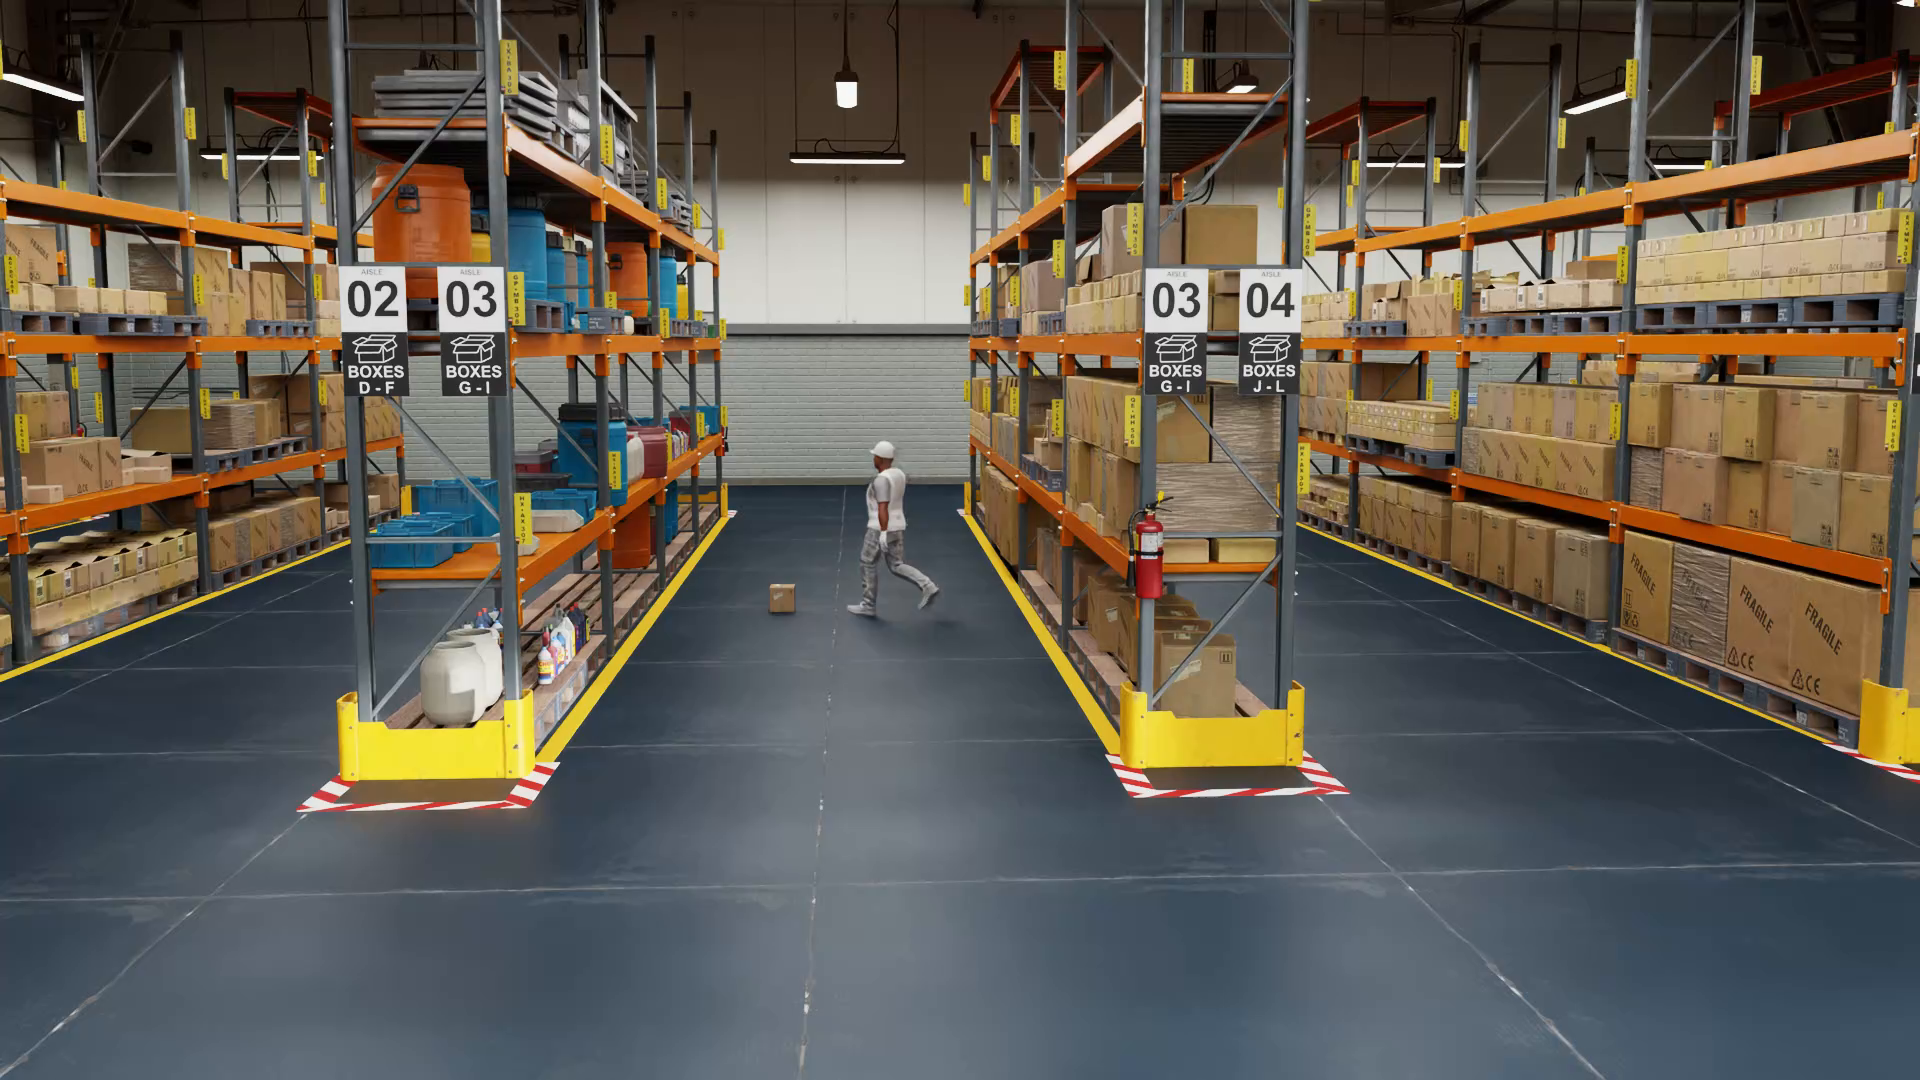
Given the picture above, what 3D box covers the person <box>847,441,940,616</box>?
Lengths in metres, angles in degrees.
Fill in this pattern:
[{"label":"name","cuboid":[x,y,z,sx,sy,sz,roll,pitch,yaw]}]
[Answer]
[{"label":"person","cuboid":[-0.679,-0.106,16.567,0.958,1.752,0.591,3,8,26]}]
